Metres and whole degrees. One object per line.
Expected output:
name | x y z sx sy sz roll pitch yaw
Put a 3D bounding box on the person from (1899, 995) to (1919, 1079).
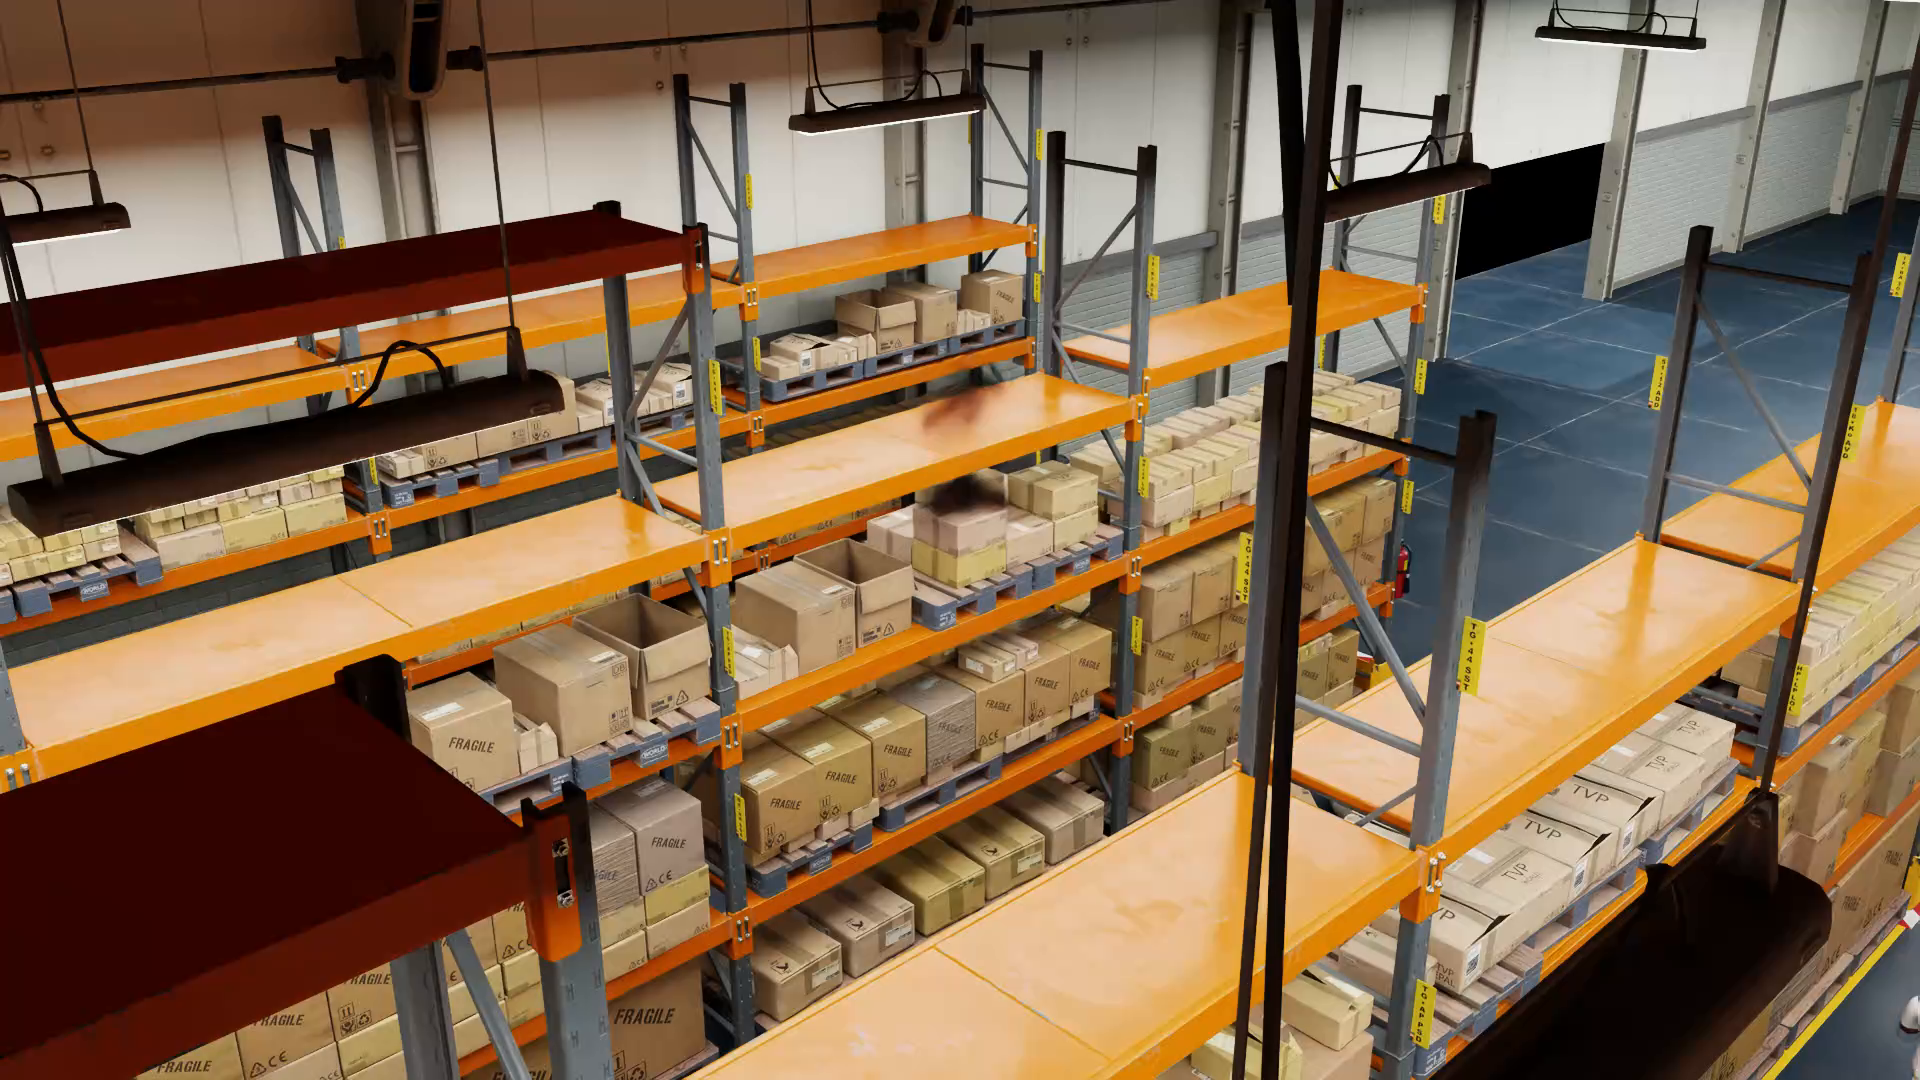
person | 6.168 3.386 10.370 0.676 1.820 0.750 15 27 32
